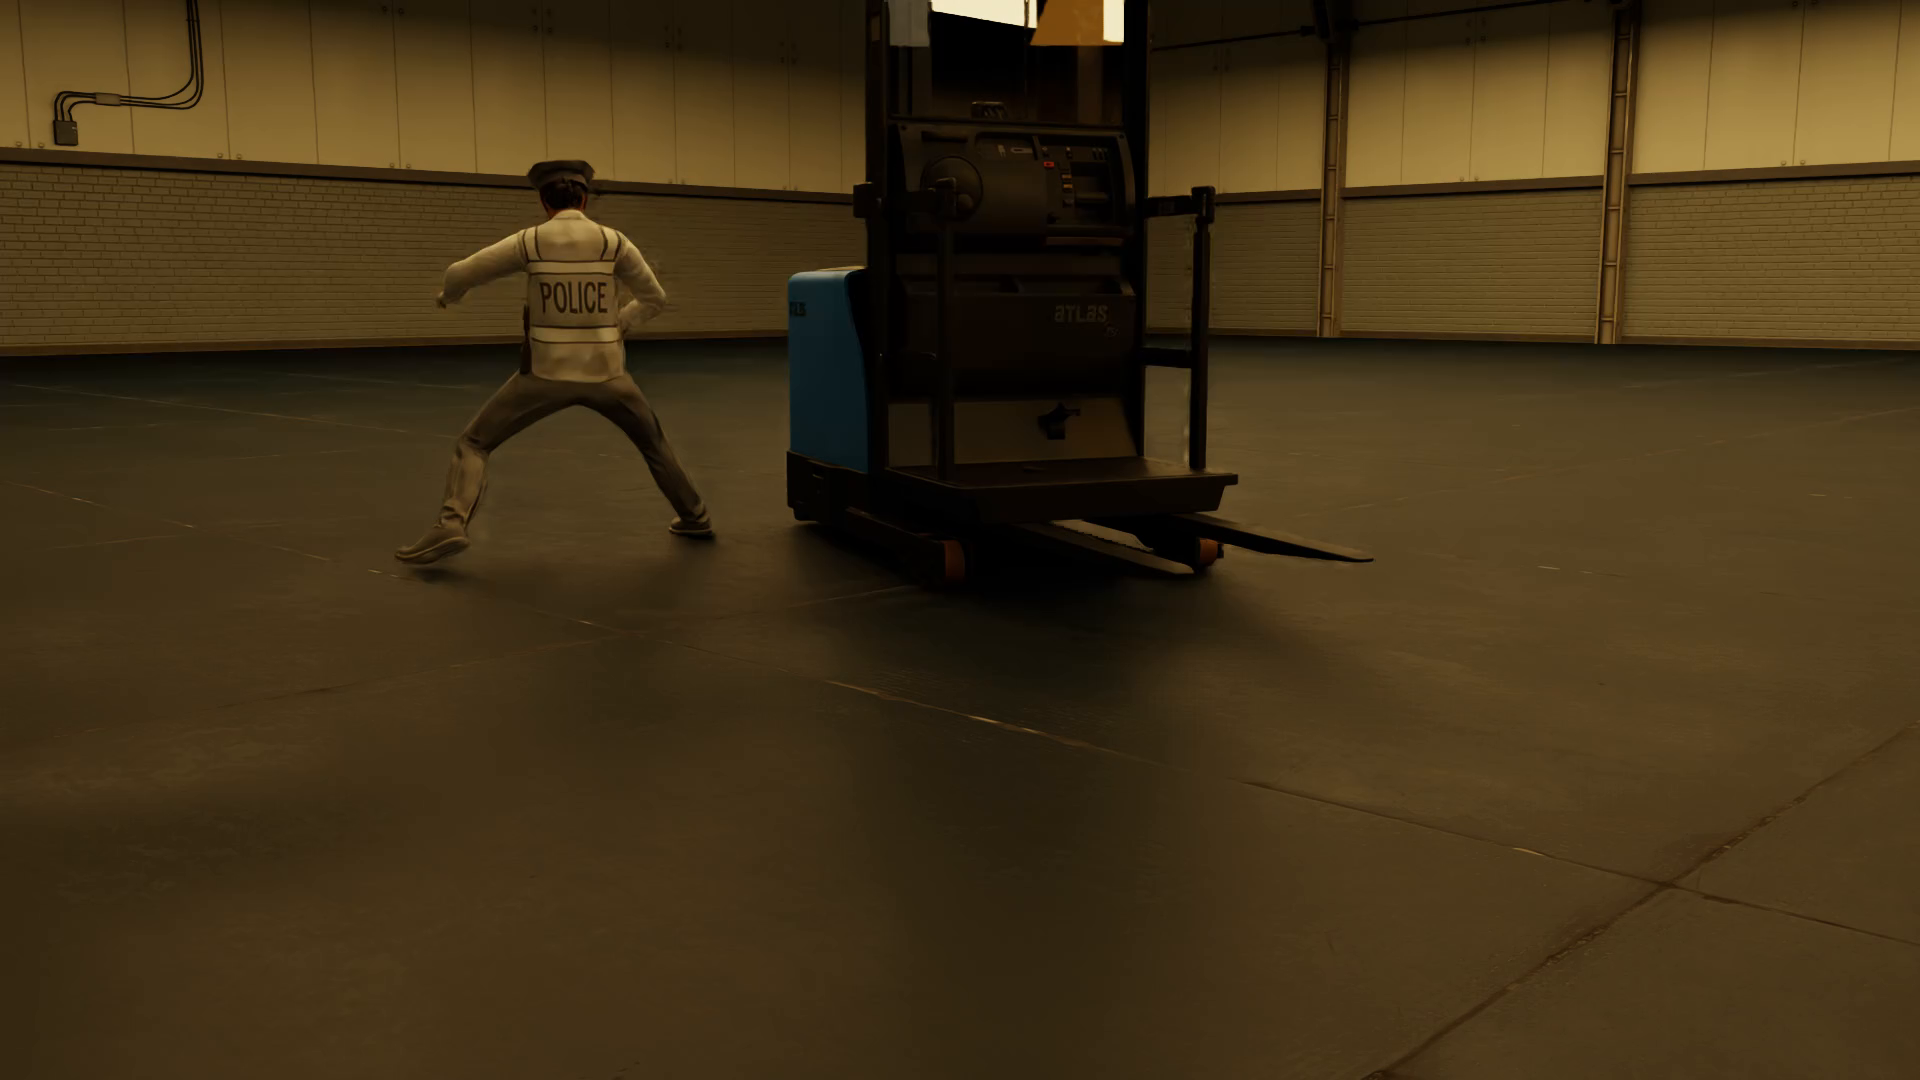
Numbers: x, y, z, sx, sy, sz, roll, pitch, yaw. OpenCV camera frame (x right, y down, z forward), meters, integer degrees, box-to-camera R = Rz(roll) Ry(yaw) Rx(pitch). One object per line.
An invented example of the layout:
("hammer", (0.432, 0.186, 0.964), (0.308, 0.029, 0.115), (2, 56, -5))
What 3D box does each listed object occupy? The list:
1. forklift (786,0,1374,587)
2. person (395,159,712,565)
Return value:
("forklift", (0.300, -1.360, 5.908), (1.130, 2.935, 3.031), (-4, 9, -23))
("person", (-1.537, -0.684, 6.318), (1.229, 1.467, 0.800), (-3, 9, -19))
